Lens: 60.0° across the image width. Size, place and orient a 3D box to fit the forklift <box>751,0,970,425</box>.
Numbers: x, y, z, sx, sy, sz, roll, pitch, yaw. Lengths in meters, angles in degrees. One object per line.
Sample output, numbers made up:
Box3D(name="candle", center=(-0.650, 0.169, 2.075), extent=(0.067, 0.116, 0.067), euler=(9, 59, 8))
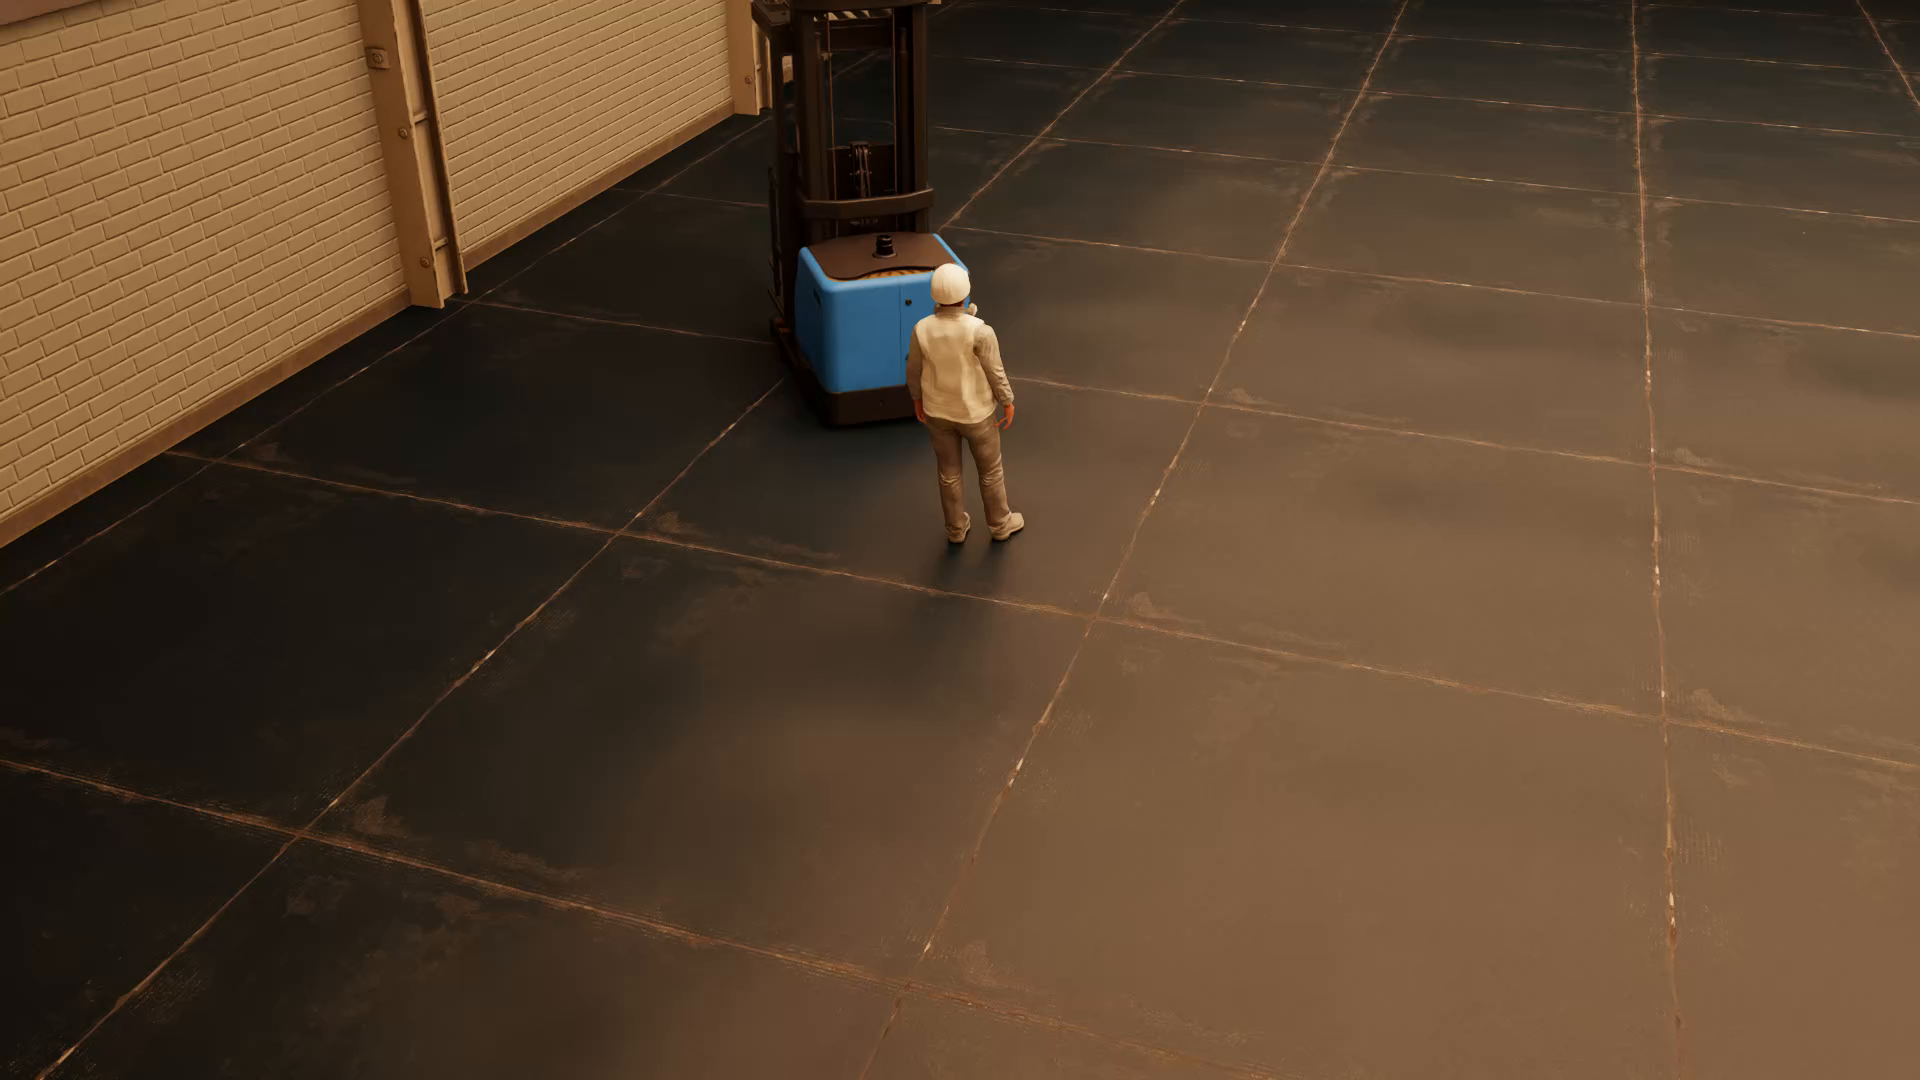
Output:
Box3D(name="forklift", center=(-0.833, -2.772, 11.999), extent=(1.130, 2.935, 3.031), euler=(-9, 31, -15))

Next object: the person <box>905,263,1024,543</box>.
Box3D(name="person", center=(0.028, -0.805, 9.702), extent=(0.632, 1.773, 0.568), euler=(10, 31, 16))
